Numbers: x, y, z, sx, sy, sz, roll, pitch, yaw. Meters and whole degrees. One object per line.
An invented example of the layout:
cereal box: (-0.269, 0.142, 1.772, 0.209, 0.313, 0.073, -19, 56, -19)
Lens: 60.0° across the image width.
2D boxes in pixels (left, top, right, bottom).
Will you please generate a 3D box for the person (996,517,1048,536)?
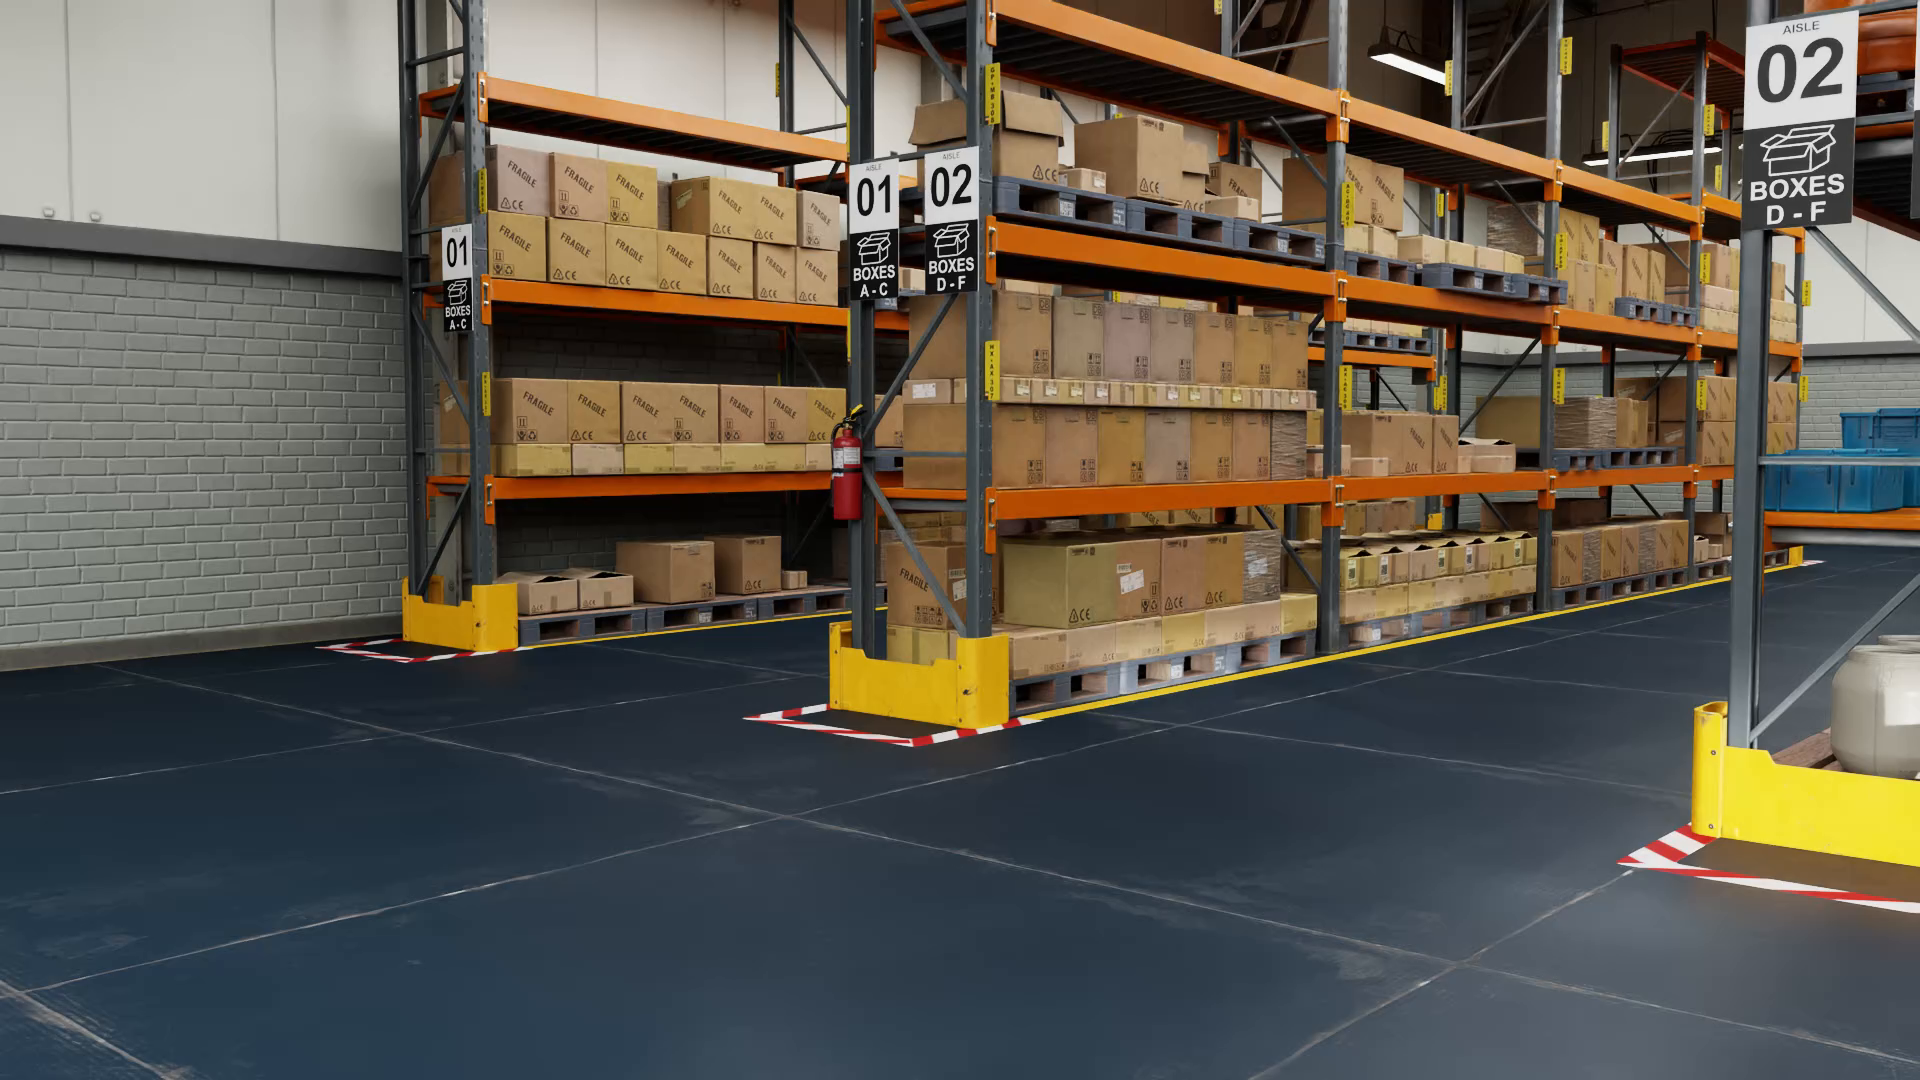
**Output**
person: (0.444, -0.077, 12.839, 0.732, 1.771, 0.586, -2, 4, -26)
